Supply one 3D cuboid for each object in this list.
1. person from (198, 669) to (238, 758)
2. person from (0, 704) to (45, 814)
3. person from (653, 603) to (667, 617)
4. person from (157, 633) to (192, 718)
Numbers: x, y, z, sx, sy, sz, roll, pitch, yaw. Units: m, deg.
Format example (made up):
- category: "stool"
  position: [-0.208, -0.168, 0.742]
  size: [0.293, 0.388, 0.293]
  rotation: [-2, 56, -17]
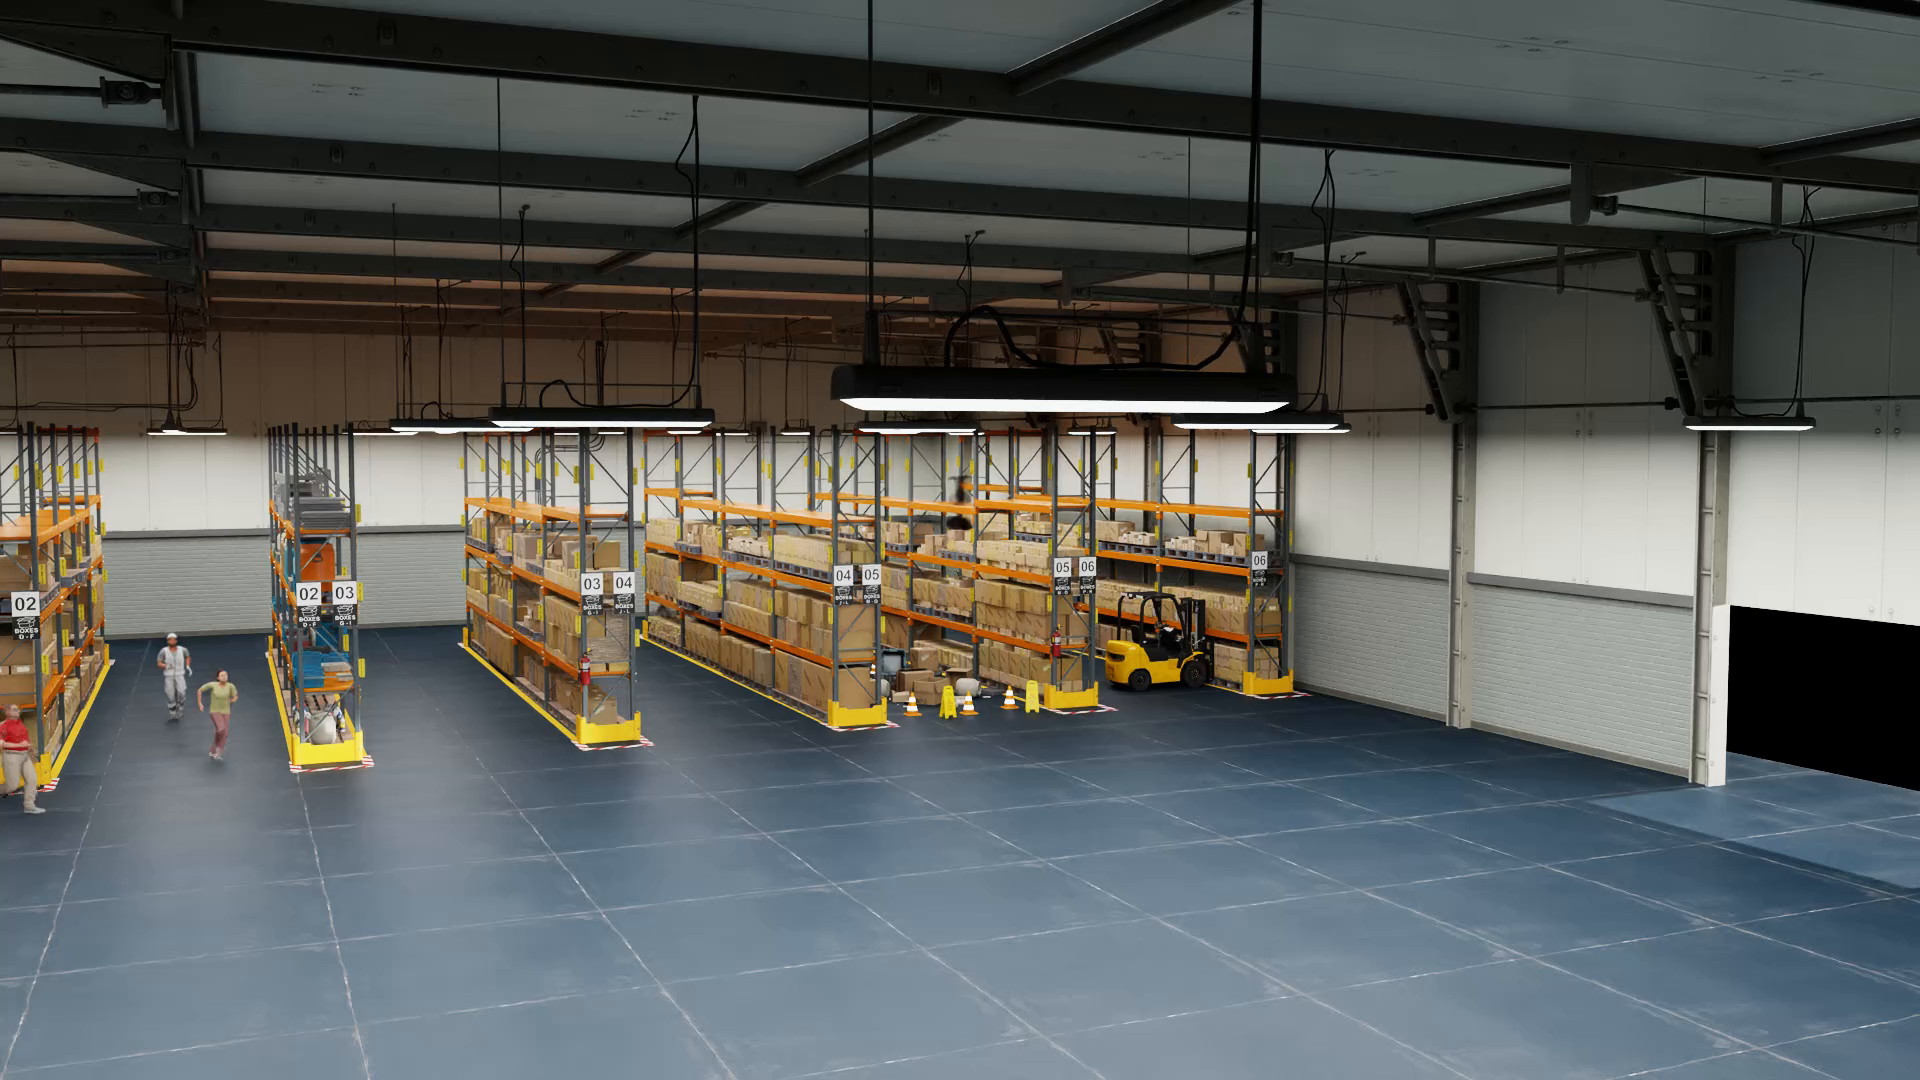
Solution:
- category: "person"
  position: [-13.143, 3.090, 29.525]
  size: [0.616, 1.615, 0.704]
  rotation: [-3, 5, -42]
- category: "person"
  position: [-14.376, 3.326, 25.267]
  size: [0.868, 1.692, 0.676]
  rotation: [0, 3, 1]
- category: "person"
  position: [-8.779, 1.865, 48.915]
  size: [0.608, 1.804, 0.682]
  rotation: [-1, 4, -9]
- category: "person"
  position: [-15.929, 2.764, 33.736]
  size: [0.640, 1.747, 0.653]
  rotation: [-2, 4, -29]
